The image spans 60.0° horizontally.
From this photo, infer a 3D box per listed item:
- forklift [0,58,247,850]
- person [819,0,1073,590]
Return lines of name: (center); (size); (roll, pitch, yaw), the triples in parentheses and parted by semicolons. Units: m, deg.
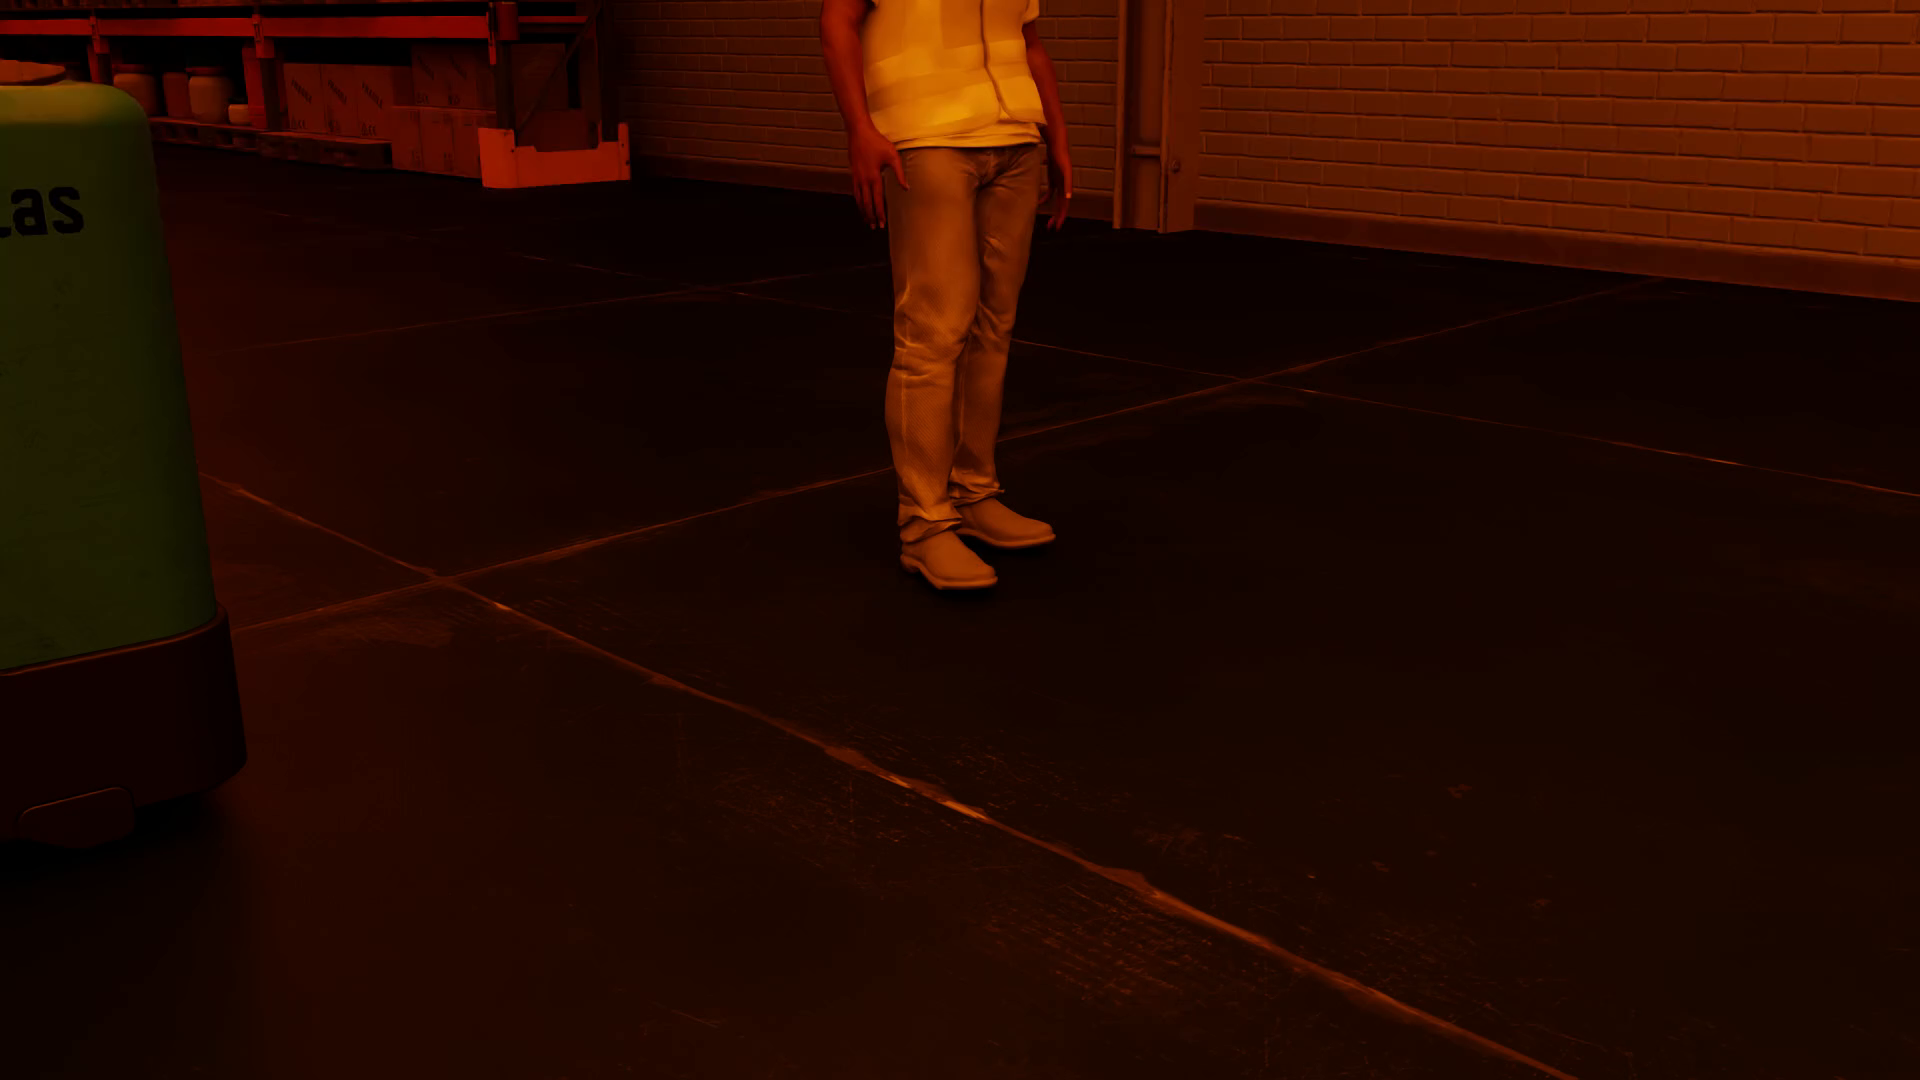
forklift: (-2.563, -0.826, 1.597); (3.031, 2.935, 1.130); (-13, 21, -36)
person: (0.045, -0.835, 3.581); (0.577, 1.765, 0.665); (16, 23, 42)
